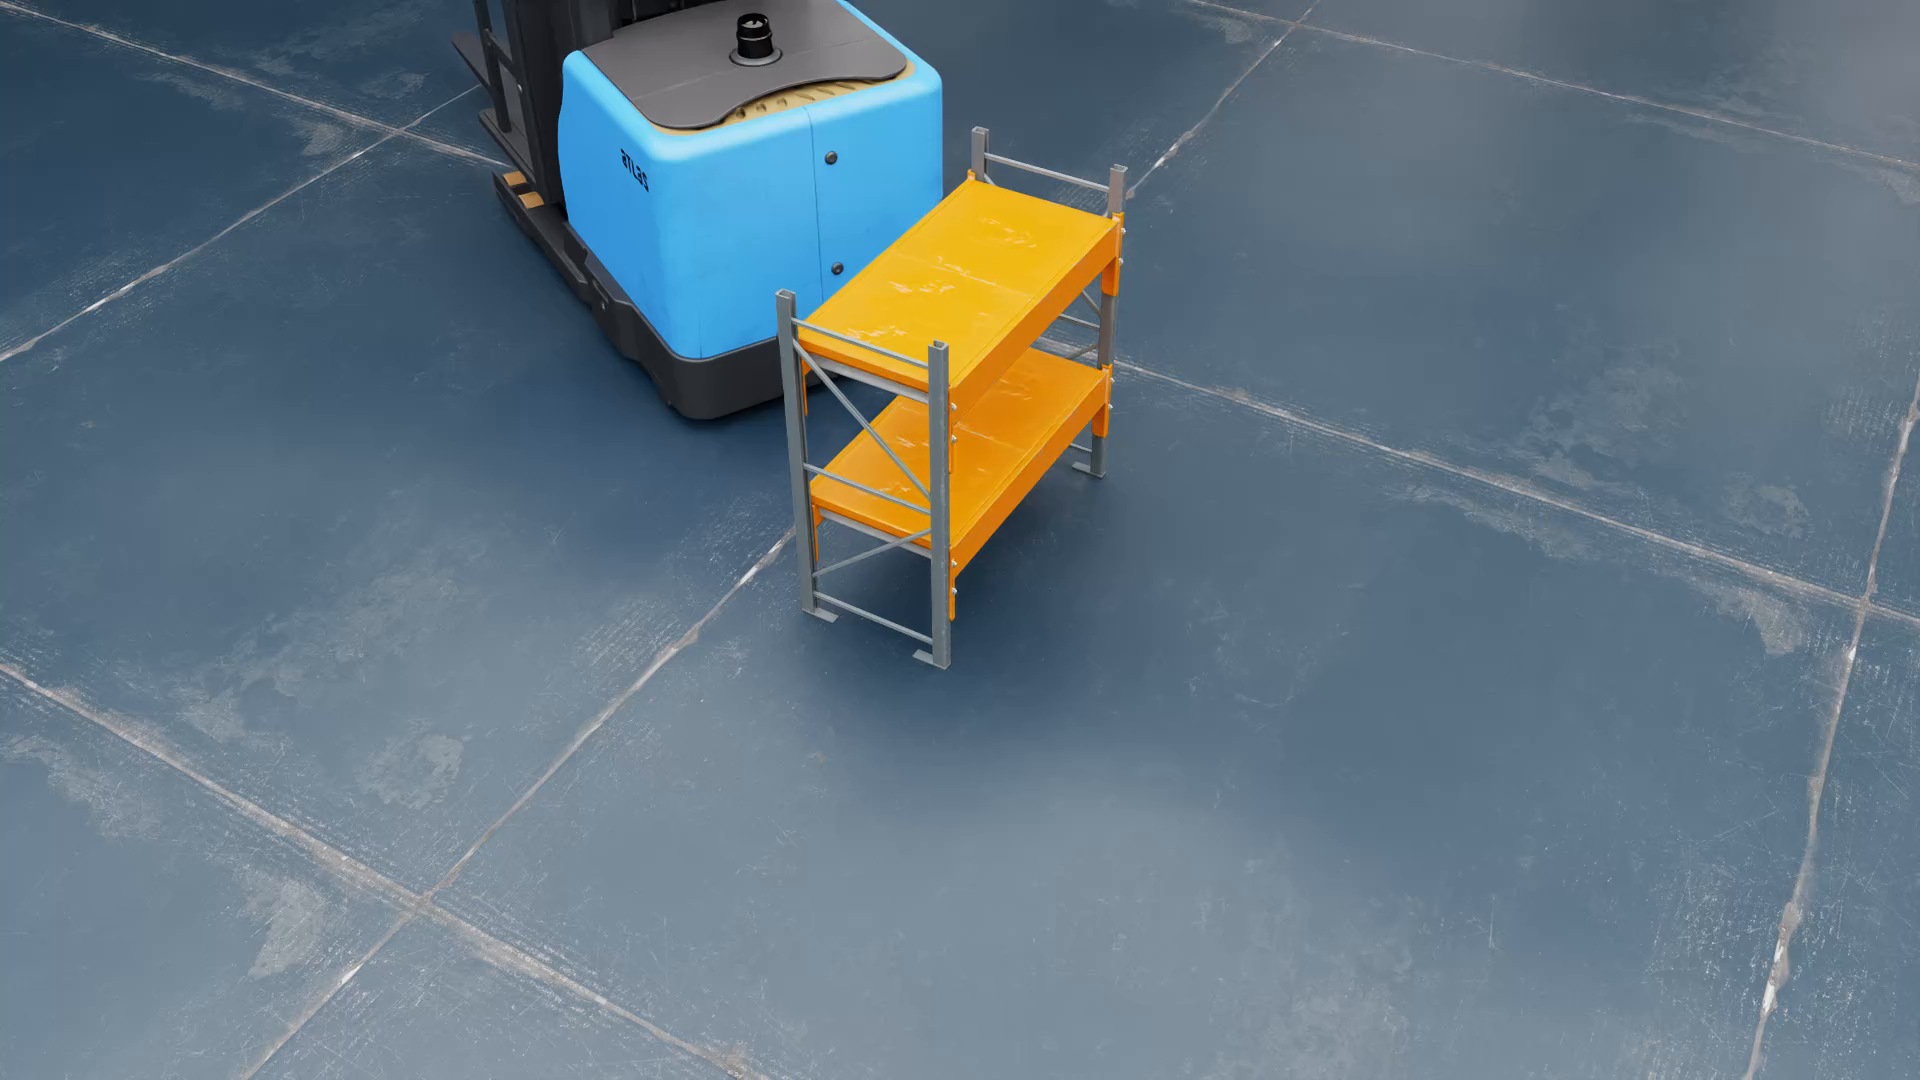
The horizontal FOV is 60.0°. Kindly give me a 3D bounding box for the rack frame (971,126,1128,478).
[{"bbox_3d":[0.258,-0.717,5.213,0.500,1.125,0.032,21,45,22],"label":"rack frame"}]

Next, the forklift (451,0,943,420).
[{"bbox_3d":[-1.228,-2.461,5.827,1.130,2.935,3.031,-22,46,-23],"label":"forklift"}]

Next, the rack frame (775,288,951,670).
[{"bbox_3d":[-0.251,-0.135,4.552,0.500,1.125,0.032,21,45,22],"label":"rack frame"}]

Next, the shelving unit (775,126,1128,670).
[{"bbox_3d":[0.003,-0.426,4.883,0.538,1.125,1.048,21,45,22],"label":"shelving unit"}]

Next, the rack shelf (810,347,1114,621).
[{"bbox_3d":[0.003,-0.243,5.044,0.538,0.278,1.000,21,45,22],"label":"rack shelf"}]

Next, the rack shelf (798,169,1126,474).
[{"bbox_3d":[0.003,-0.646,4.689,0.538,0.278,1.000,21,45,22],"label":"rack shelf"}]
